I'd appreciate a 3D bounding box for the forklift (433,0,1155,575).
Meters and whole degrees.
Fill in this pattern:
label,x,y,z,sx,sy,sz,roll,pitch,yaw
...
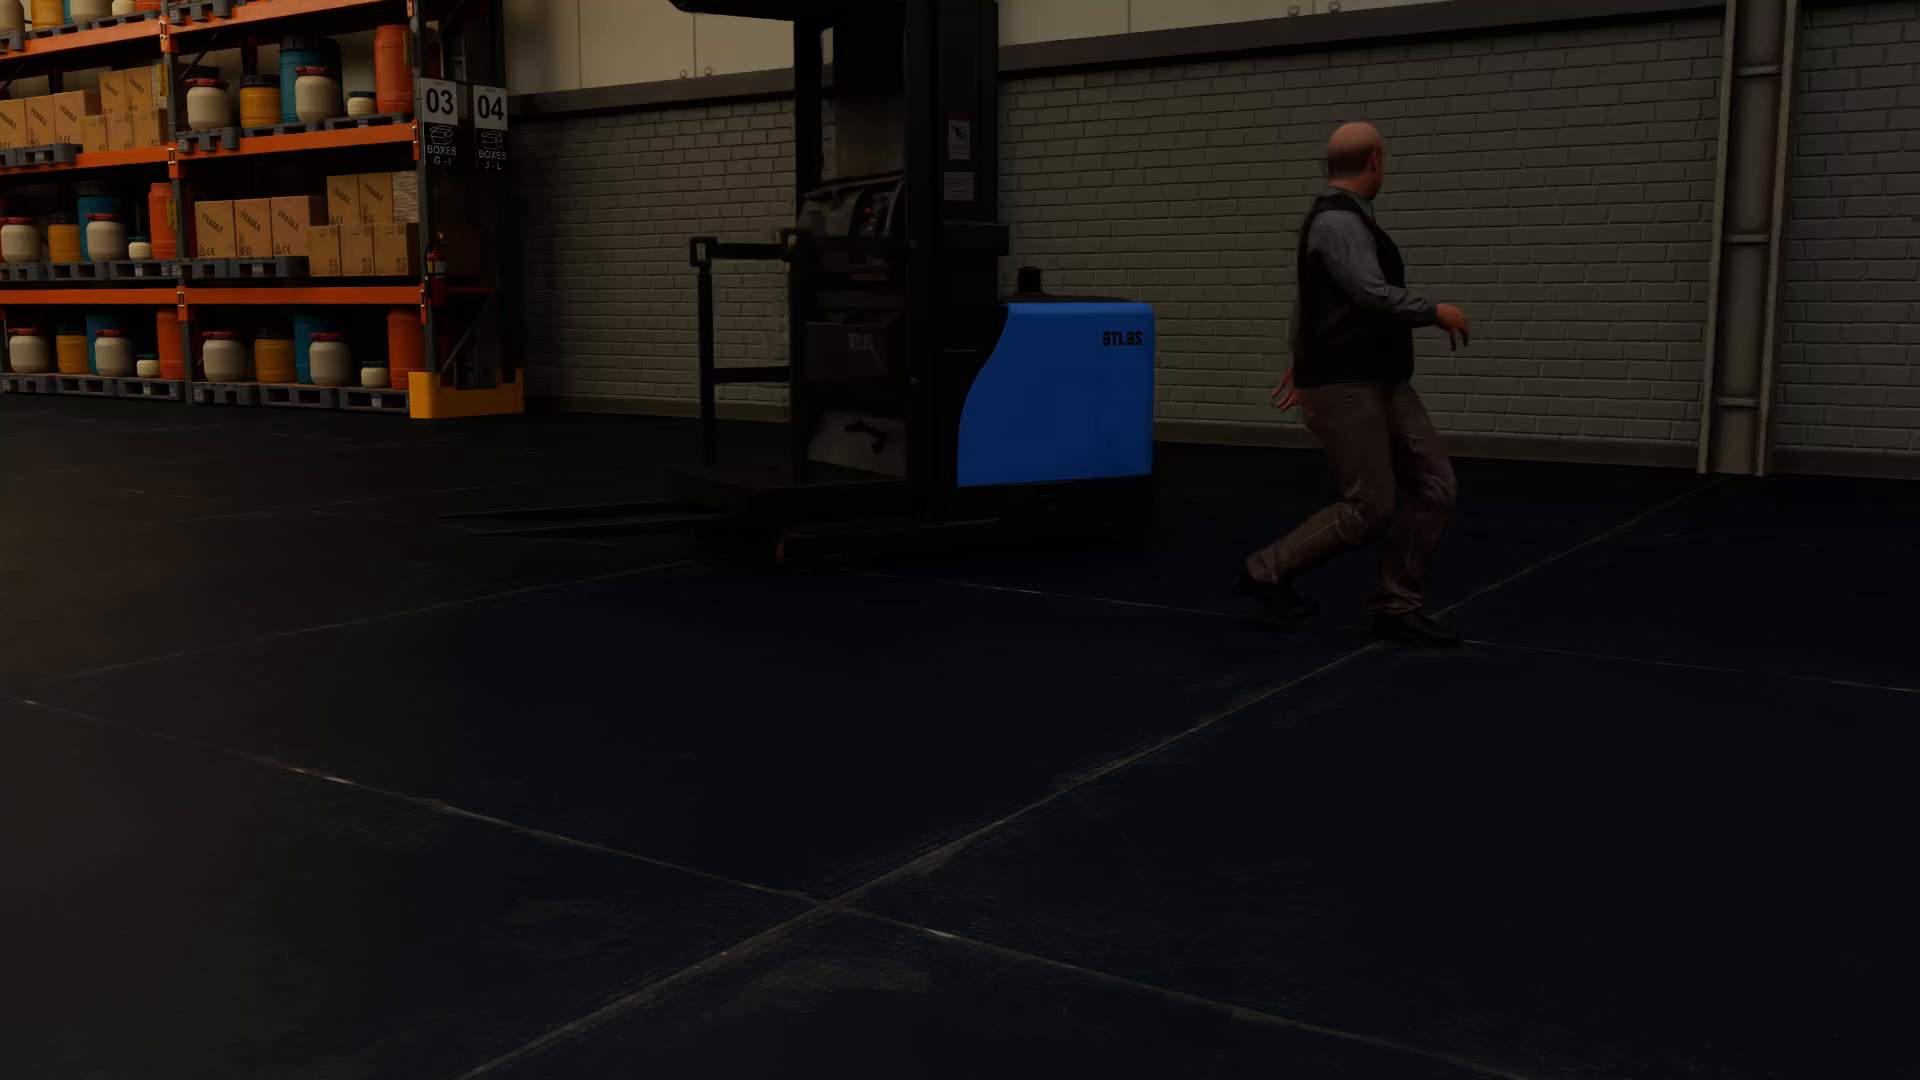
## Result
label,x,y,z,sx,sy,sz,roll,pitch,yaw
forklift,-0.655,-1.397,7.016,3.031,2.935,1.130,-5,9,-29

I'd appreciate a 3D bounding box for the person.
label,x,y,z,sx,sy,sz,roll,pitch,yaw
person,1.271,-0.503,5.357,0.760,1.648,0.601,5,10,32
